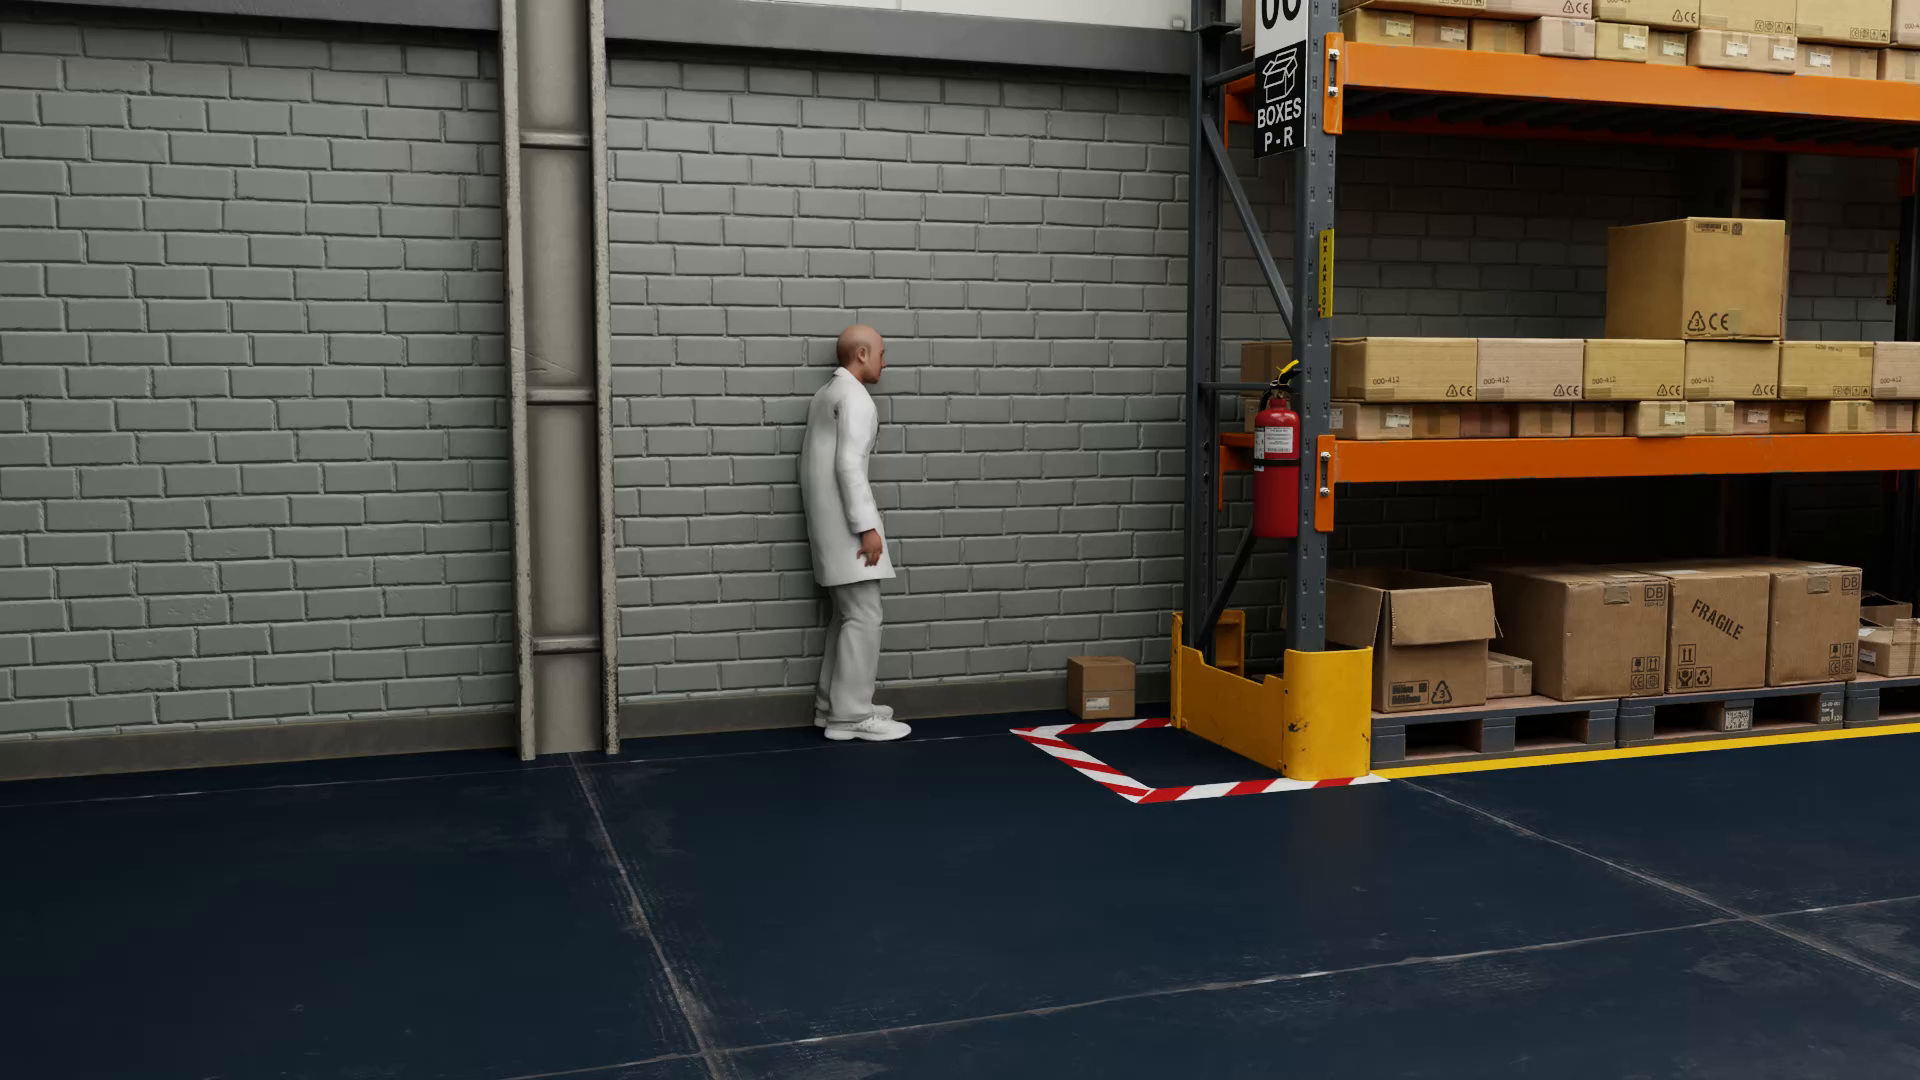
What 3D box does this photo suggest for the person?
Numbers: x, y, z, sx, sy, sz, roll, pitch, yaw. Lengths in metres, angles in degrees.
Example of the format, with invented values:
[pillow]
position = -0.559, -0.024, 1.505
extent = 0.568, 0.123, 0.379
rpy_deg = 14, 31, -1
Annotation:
[person]
position = -0.473, -0.046, 7.238
extent = 0.428, 1.772, 0.644
rpy_deg = -2, 6, -15
